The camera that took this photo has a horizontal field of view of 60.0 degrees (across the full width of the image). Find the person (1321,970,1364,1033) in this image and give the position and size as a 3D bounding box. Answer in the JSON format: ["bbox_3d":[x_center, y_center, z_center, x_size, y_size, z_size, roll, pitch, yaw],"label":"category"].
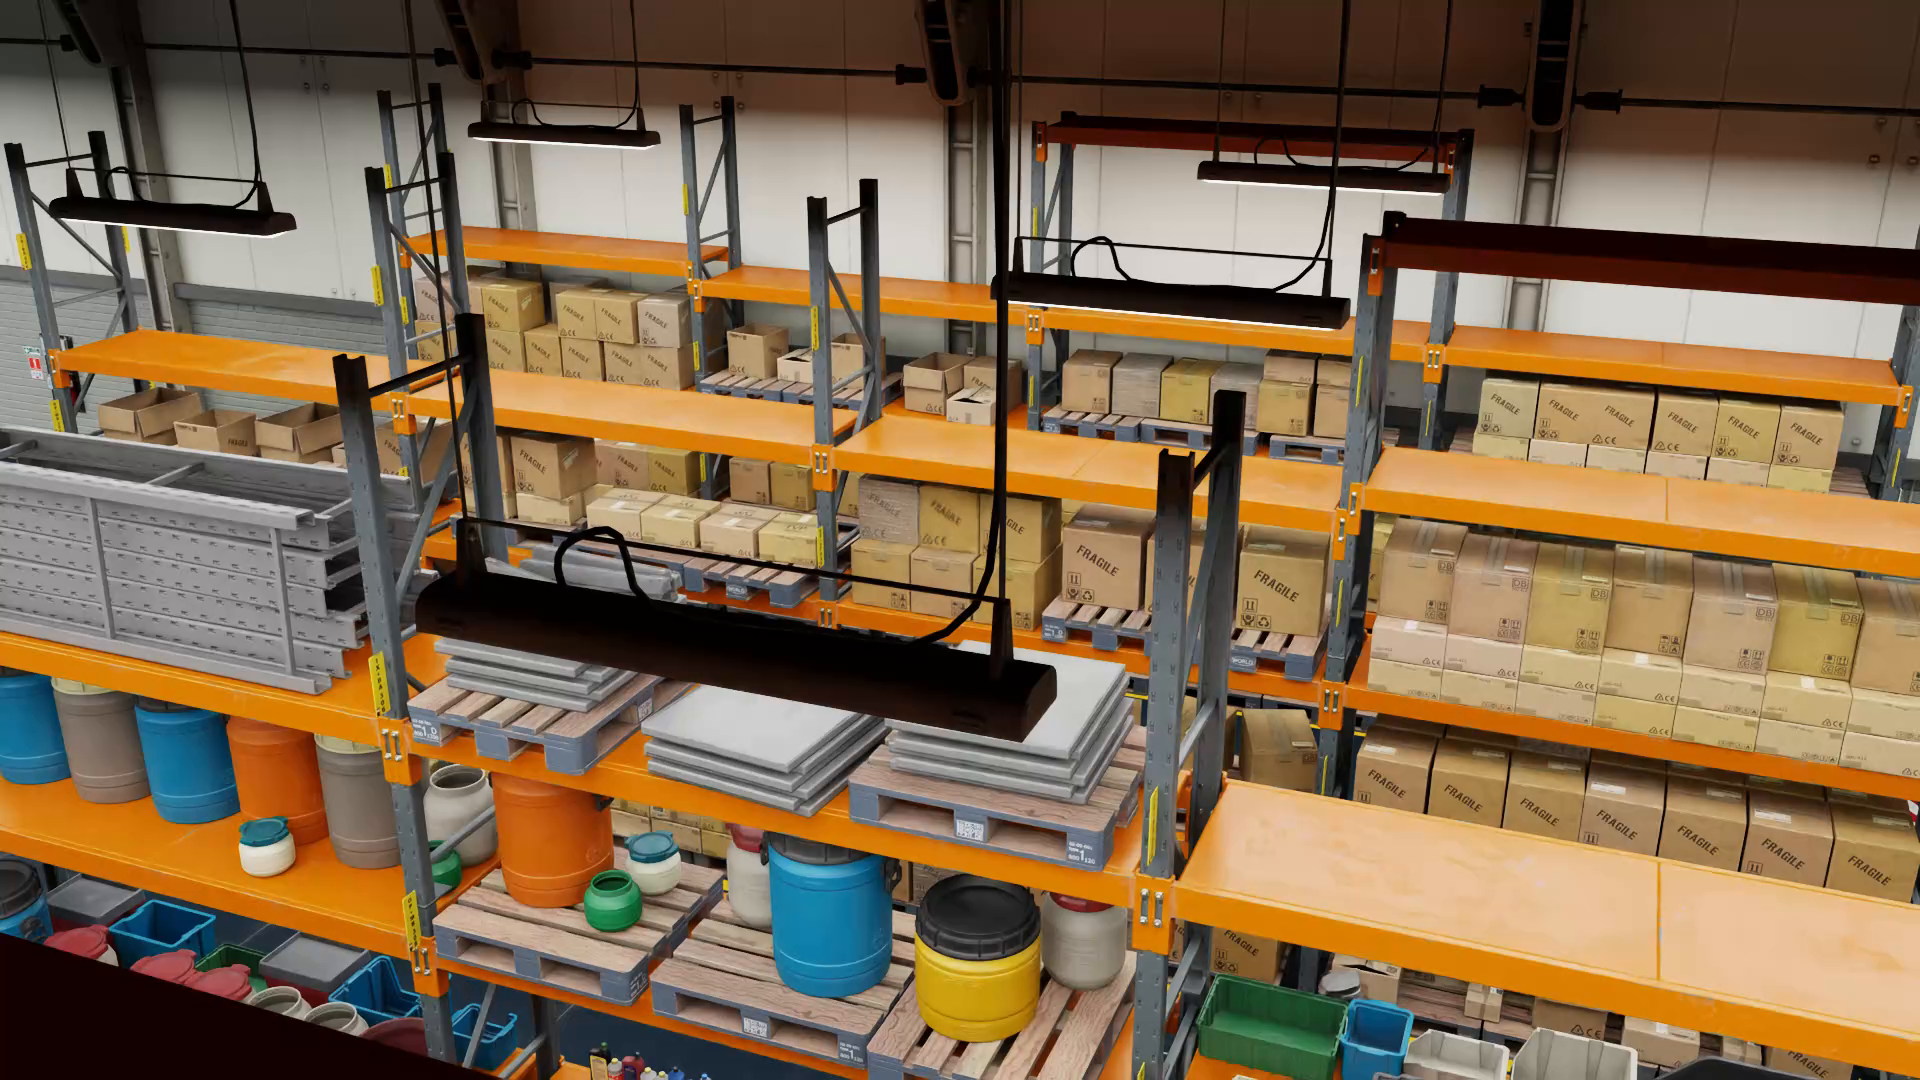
[{"bbox_3d":[2.358,3.523,10.790,0.453,1.679,0.517,13,25,31],"label":"person"}]

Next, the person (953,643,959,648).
[{"bbox_3d":[0.152,1.684,15.731,0.557,1.628,0.571,4,21,11],"label":"person"}]
